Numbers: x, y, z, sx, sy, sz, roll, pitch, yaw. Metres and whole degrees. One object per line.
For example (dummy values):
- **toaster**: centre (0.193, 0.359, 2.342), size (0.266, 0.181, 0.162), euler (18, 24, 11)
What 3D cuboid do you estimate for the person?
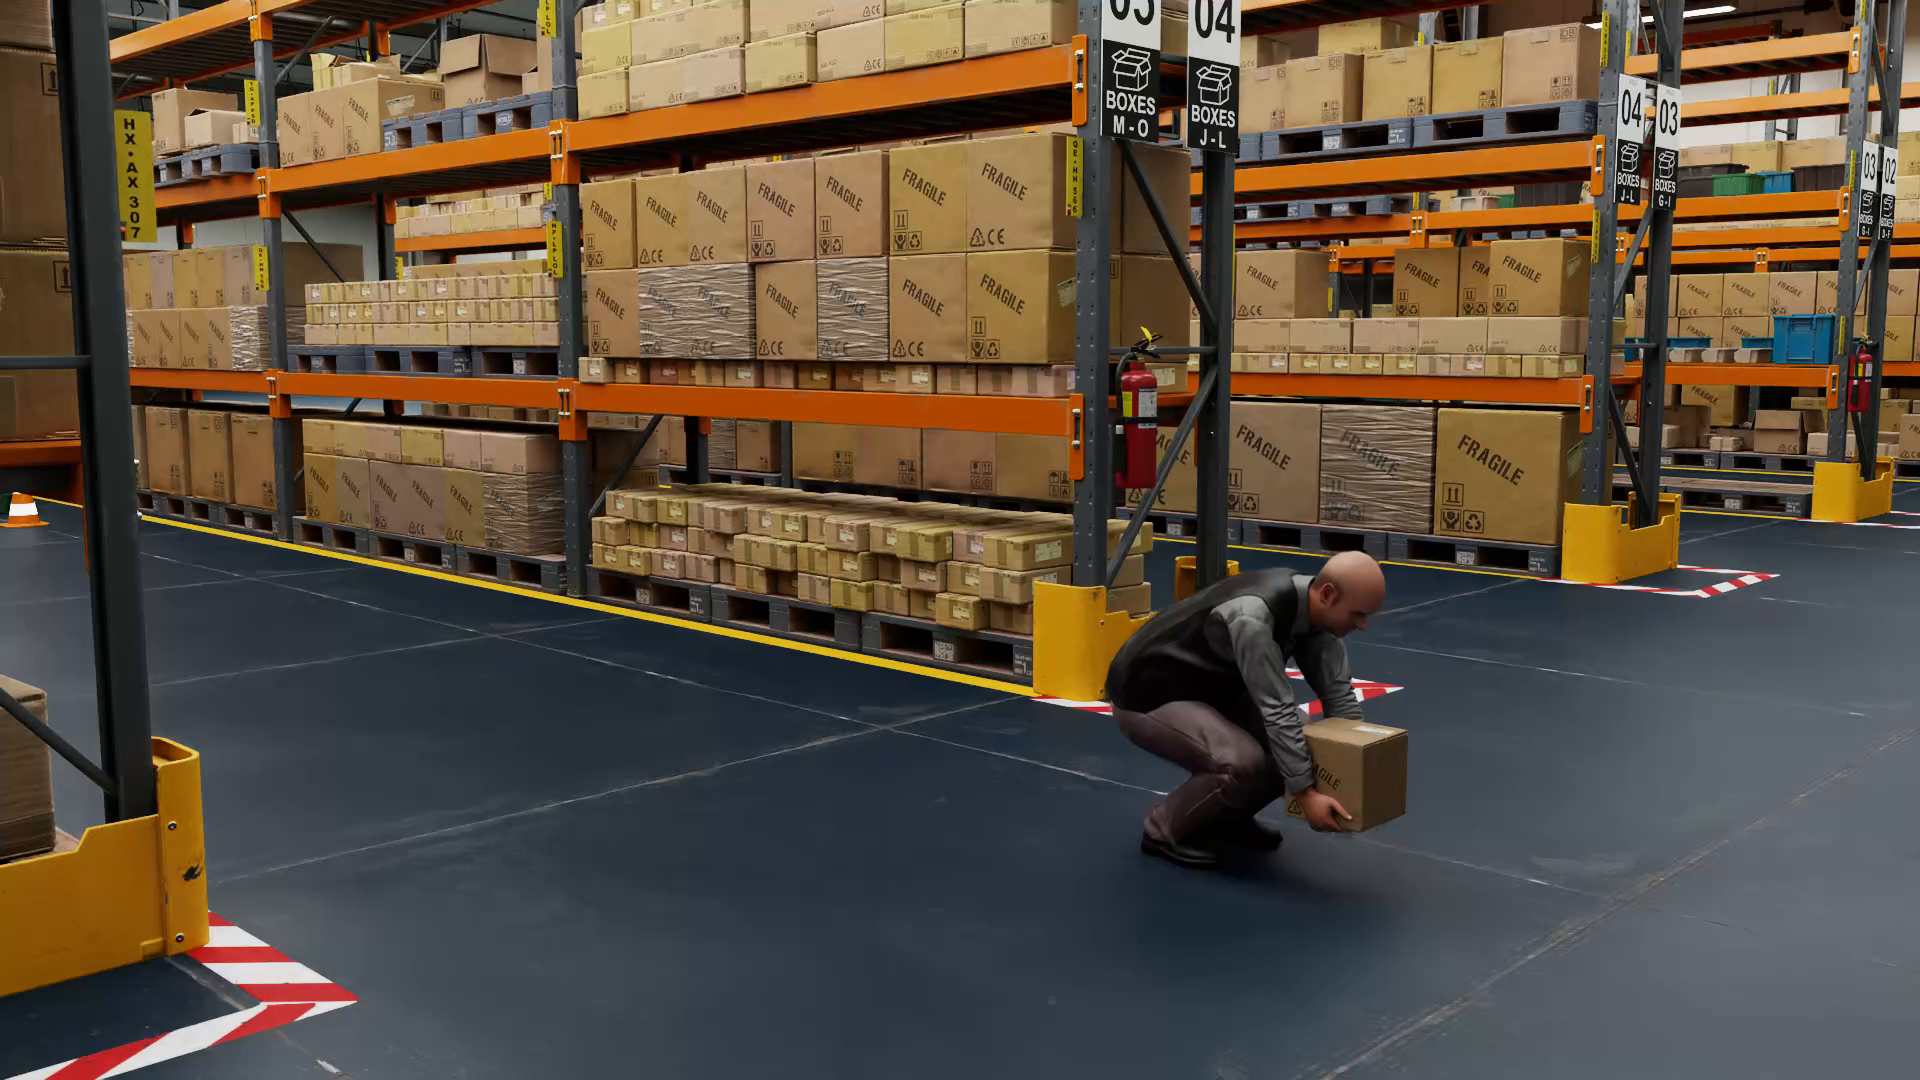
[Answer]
- **person**: centre (0.874, 0.490, 5.002), size (0.879, 0.970, 0.515), euler (6, 9, 42)
